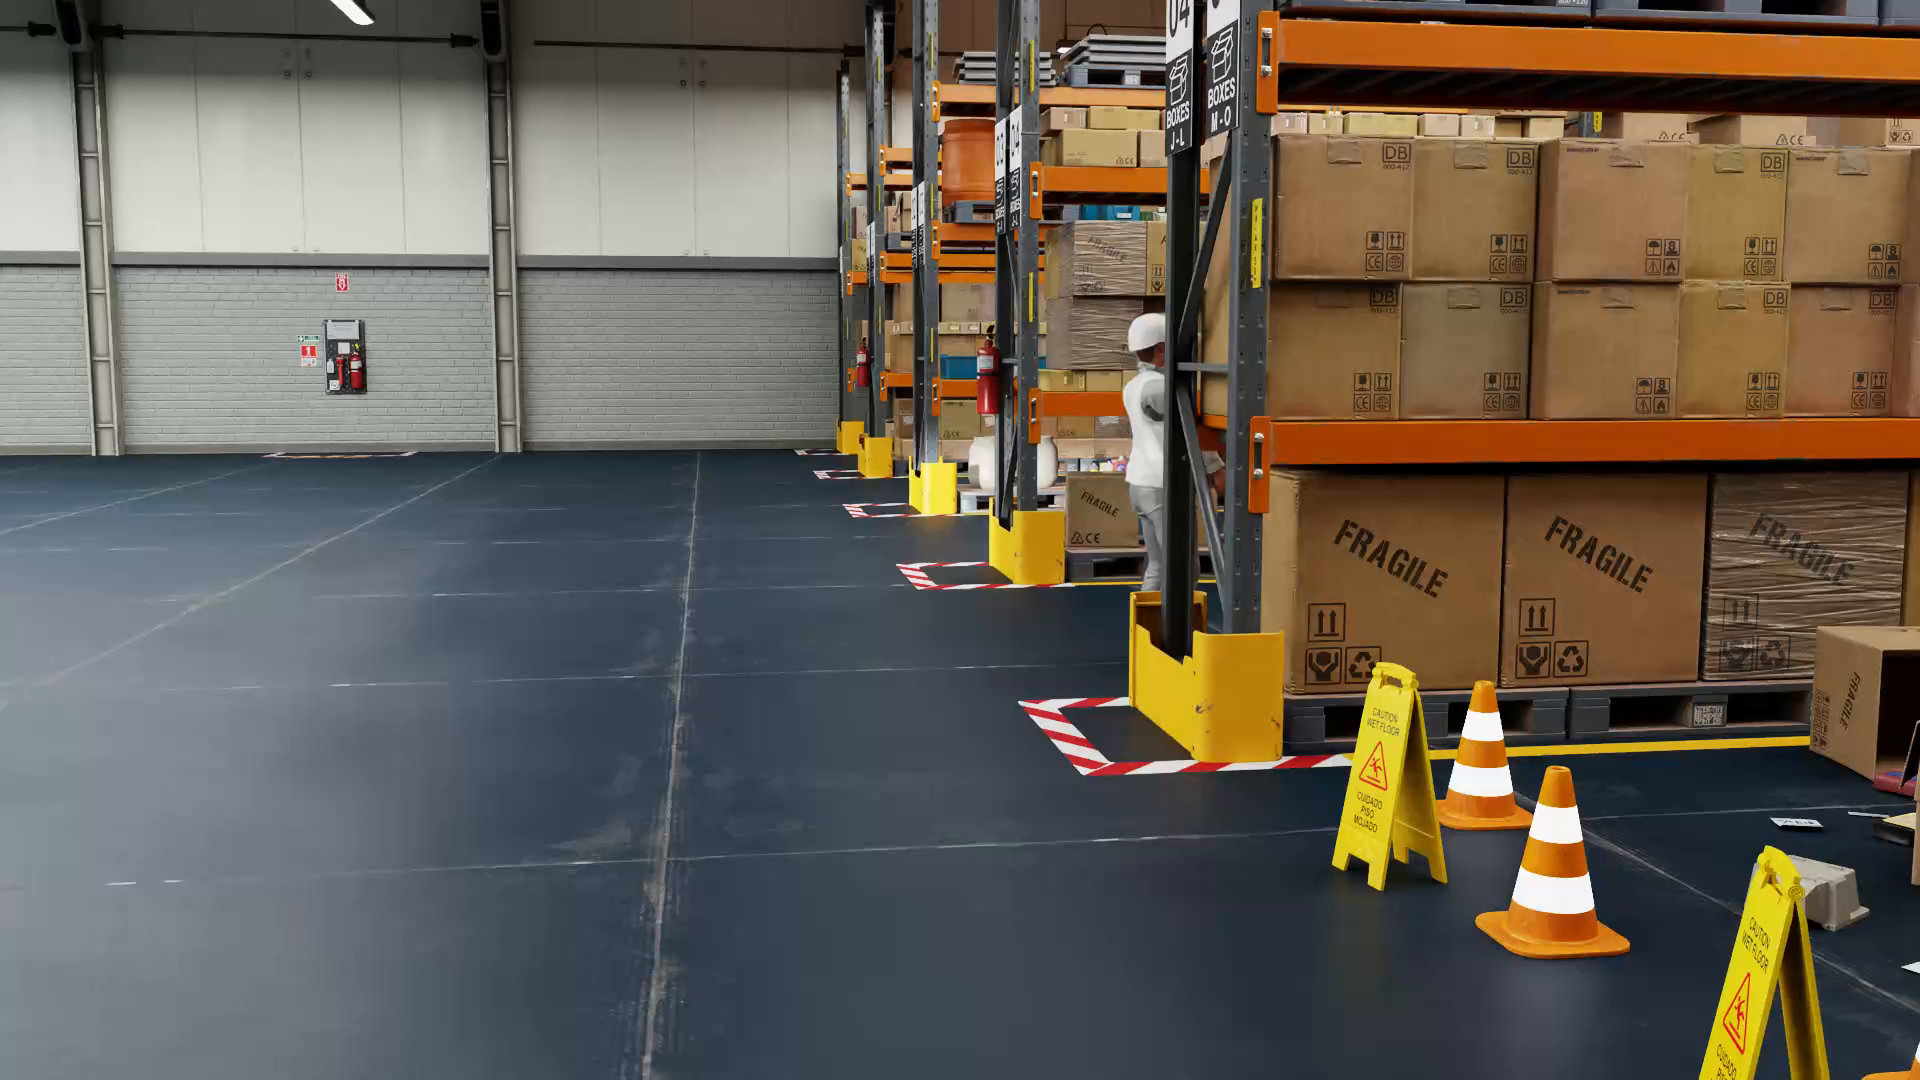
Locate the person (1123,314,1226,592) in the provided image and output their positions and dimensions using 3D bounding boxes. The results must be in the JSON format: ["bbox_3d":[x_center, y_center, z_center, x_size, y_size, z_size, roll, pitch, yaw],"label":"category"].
[{"bbox_3d":[1.115,-0.257,8.420,0.553,1.762,0.494,-1,6,-8],"label":"person"}]
